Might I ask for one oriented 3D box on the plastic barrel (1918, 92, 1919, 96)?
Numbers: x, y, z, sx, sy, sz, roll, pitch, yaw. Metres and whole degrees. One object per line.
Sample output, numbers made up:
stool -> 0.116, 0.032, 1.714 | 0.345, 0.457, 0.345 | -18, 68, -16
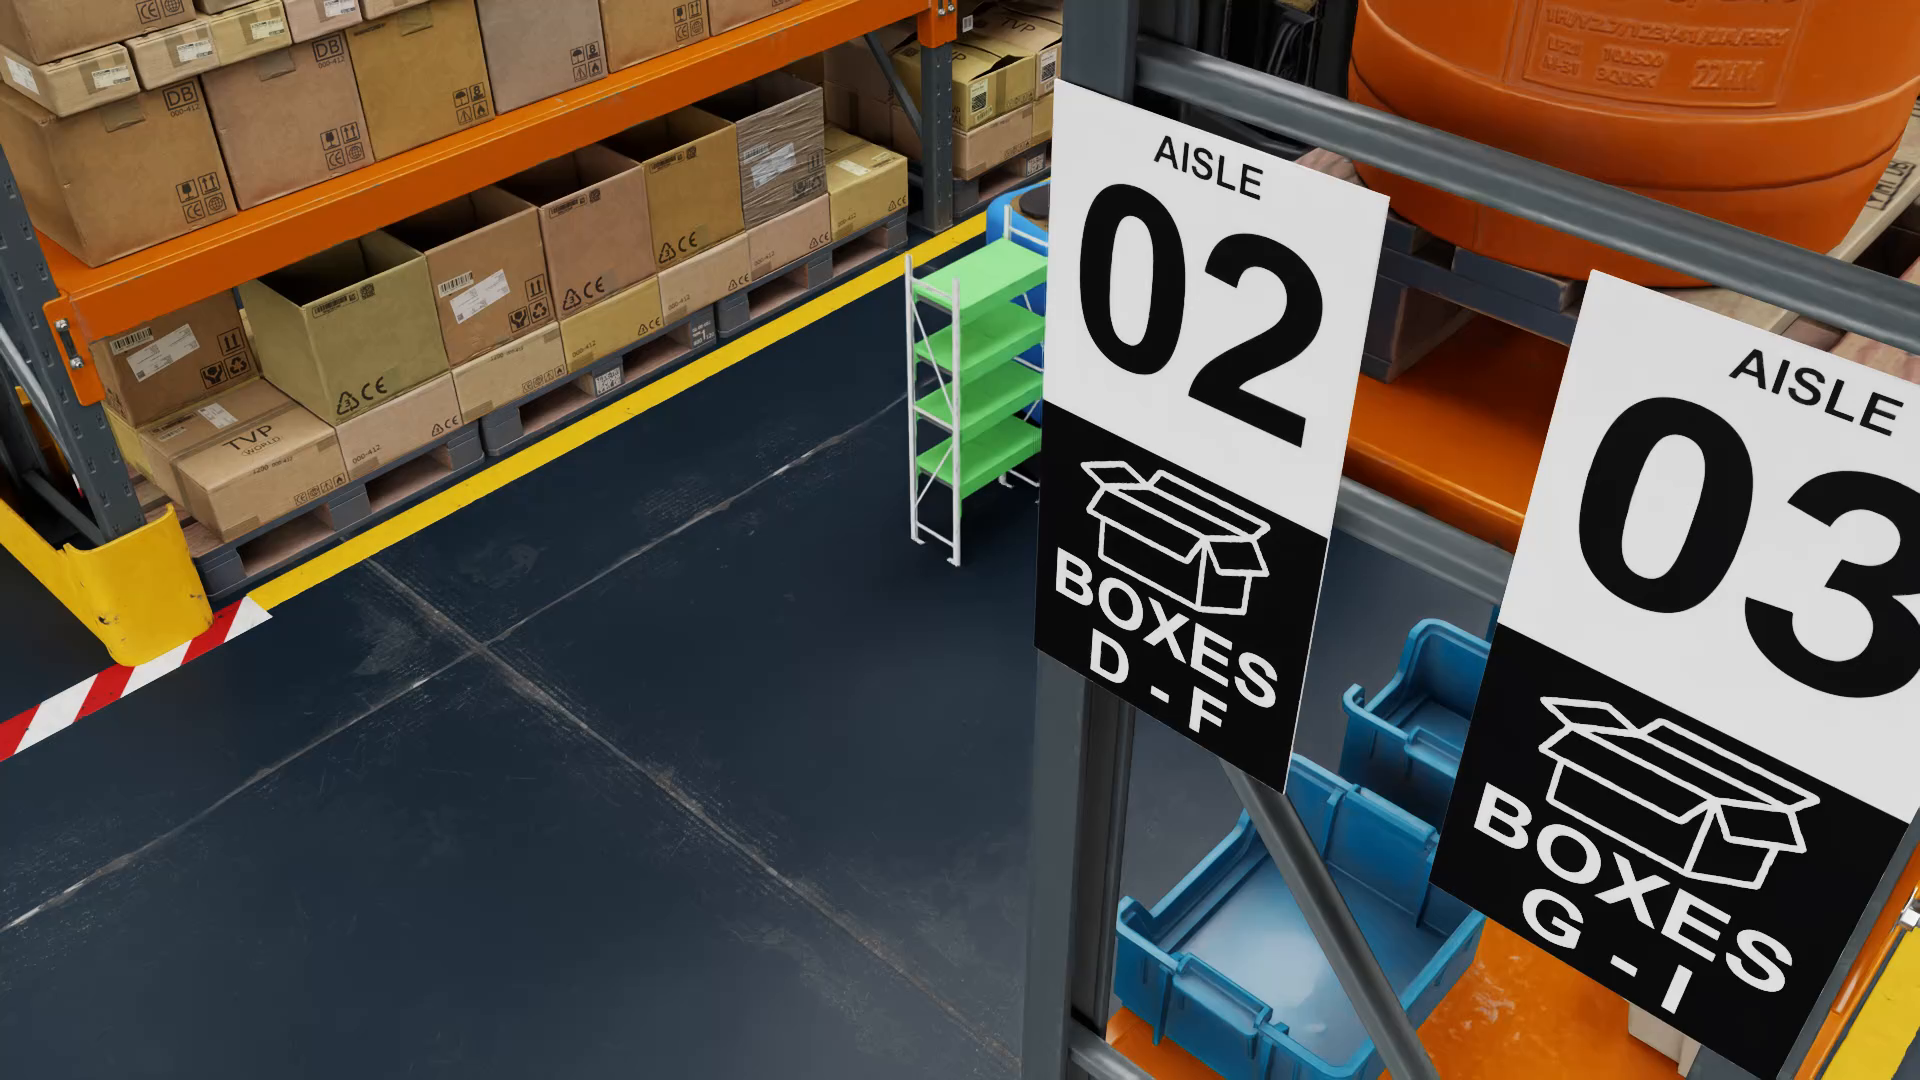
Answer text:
plastic barrel -> 1.187, -0.965, 2.155 | 0.600, 0.588, 0.600 | 0, 38, 0

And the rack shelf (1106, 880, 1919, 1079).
rack shelf -> 1.861, 0.387, 3.932 | 1.077, 0.370, 4.000 | 30, 47, 32

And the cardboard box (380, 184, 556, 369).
cardboard box -> -1.952, -1.058, 6.439 | 0.500, 0.500, 0.500 | 30, 47, 32

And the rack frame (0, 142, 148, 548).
rack frame -> -3.142, -1.058, 5.170 | 1.000, 3.000, 0.127 | 30, 47, 32

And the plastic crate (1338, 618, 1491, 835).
plastic crate -> 1.071, 0.431, 3.418 | 0.499, 0.251, 0.408 | 30, 47, 32

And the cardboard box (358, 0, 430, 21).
cardboard box -> -2.023, -1.915, 5.647 | 0.380, 0.149, 0.250 | 28, 46, 31

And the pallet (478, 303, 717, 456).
pallet -> -1.834, -0.893, 7.203 | 1.003, 0.211, 1.213 | 30, 47, 32

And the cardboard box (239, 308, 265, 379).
cardboard box -> -2.670, -0.751, 6.656 | 0.500, 0.250, 0.500 | 30, 47, 32

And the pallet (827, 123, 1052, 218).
pallet -> 0.025, -2.159, 8.795 | 1.003, 0.211, 1.213 | 30, 47, 32

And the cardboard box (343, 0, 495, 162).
cardboard box -> -2.127, -1.775, 5.991 | 0.700, 0.500, 0.500 | 30, 47, 32

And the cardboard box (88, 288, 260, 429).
cardboard box -> -3.000, -0.811, 6.129 | 0.500, 0.500, 0.500 | 30, 47, 32

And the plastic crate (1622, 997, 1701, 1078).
plastic crate -> 1.353, 0.851, 2.981 | 0.298, 0.136, 0.250 | 30, 47, 32

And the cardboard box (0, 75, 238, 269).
cardboard box -> -2.817, -1.306, 5.402 | 0.700, 0.500, 0.500 | 30, 47, 32

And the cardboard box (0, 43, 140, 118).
cardboard box -> -2.718, -1.440, 5.050 | 0.380, 0.149, 0.250 | 29, 47, 32

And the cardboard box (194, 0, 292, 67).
cardboard box -> -2.373, -1.677, 5.347 | 0.380, 0.149, 0.250 | 30, 47, 32

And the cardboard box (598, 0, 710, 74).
cardboard box -> -1.430, -2.254, 6.594 | 0.700, 0.500, 0.500 | 30, 48, 32

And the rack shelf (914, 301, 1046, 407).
rack shelf -> 0.078, -0.673, 5.849 | 0.258, 0.148, 0.480 | 31, 48, 33

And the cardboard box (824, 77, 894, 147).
cardboard box -> -0.377, -2.296, 8.599 | 0.500, 0.250, 0.500 | 29, 47, 31

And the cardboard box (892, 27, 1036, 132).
cardboard box -> 0.019, -2.288, 8.139 | 0.500, 0.311, 0.500 | 30, 47, 32

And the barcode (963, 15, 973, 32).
barcode -> 0.036, -2.407, 7.751 | 0.001, 0.075, 0.075 | 30, 47, 32

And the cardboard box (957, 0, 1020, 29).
cardboard box -> -0.035, -2.751, 8.721 | 0.500, 0.311, 0.500 | 31, 48, 33

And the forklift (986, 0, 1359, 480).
forklift -> 1.589, -1.824, 6.189 | 3.031, 2.935, 1.130 | -23, 44, -26

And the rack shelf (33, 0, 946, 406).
rack shelf -> -1.793, -1.695, 6.549 | 1.077, 0.370, 4.000 | 30, 47, 32

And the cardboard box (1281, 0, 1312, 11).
cardboard box -> 1.735, -3.239, 9.785 | 0.500, 0.250, 0.500 | 29, 47, 31

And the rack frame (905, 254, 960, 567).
rack frame -> -0.091, -0.425, 5.821 | 0.240, 1.200, 0.015 | 31, 48, 33

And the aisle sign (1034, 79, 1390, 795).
aisle sign -> 0.244, -0.085, 1.858 | 0.394, 0.787, 0.004 | 30, 47, 32

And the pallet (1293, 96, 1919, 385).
pallet -> 1.142, -0.415, 2.104 | 1.003, 0.211, 1.213 | 30, 47, 32

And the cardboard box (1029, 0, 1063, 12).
cardboard box -> 0.709, -2.754, 8.725 | 0.500, 0.311, 0.500 | 28, 46, 31

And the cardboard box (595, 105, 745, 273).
cardboard box -> -1.275, -1.516, 7.016 | 0.500, 0.500, 0.500 | 30, 47, 32

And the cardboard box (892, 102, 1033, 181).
cardboard box -> 0.012, -2.065, 8.308 | 0.500, 0.250, 0.500 | 28, 47, 31

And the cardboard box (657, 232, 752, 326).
cardboard box -> -1.266, -1.217, 7.242 | 0.500, 0.250, 0.500 | 30, 47, 32

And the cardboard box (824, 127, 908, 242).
cardboard box -> -0.595, -1.679, 7.823 | 0.500, 0.250, 0.500 | 30, 47, 32

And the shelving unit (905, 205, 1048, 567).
shelving unit -> 0.078, -0.535, 5.959 | 0.258, 1.200, 0.503 | 31, 48, 33

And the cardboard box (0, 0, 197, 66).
cardboard box -> -2.782, -1.838, 5.029 | 0.700, 0.500, 0.500 | 30, 47, 32

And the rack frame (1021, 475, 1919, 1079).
rack frame -> 0.512, 1.024, 2.552 | 1.000, 3.000, 0.127 | 30, 47, 32

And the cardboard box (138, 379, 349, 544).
cardboard box -> -2.616, -0.299, 6.087 | 0.500, 0.250, 0.500 | 30, 47, 32

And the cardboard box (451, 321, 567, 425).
cardboard box -> -1.944, -0.759, 6.667 | 0.500, 0.250, 0.500 | 30, 47, 32

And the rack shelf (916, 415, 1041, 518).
rack shelf -> 0.078, -0.297, 6.148 | 0.258, 0.148, 0.480 | 31, 48, 33
